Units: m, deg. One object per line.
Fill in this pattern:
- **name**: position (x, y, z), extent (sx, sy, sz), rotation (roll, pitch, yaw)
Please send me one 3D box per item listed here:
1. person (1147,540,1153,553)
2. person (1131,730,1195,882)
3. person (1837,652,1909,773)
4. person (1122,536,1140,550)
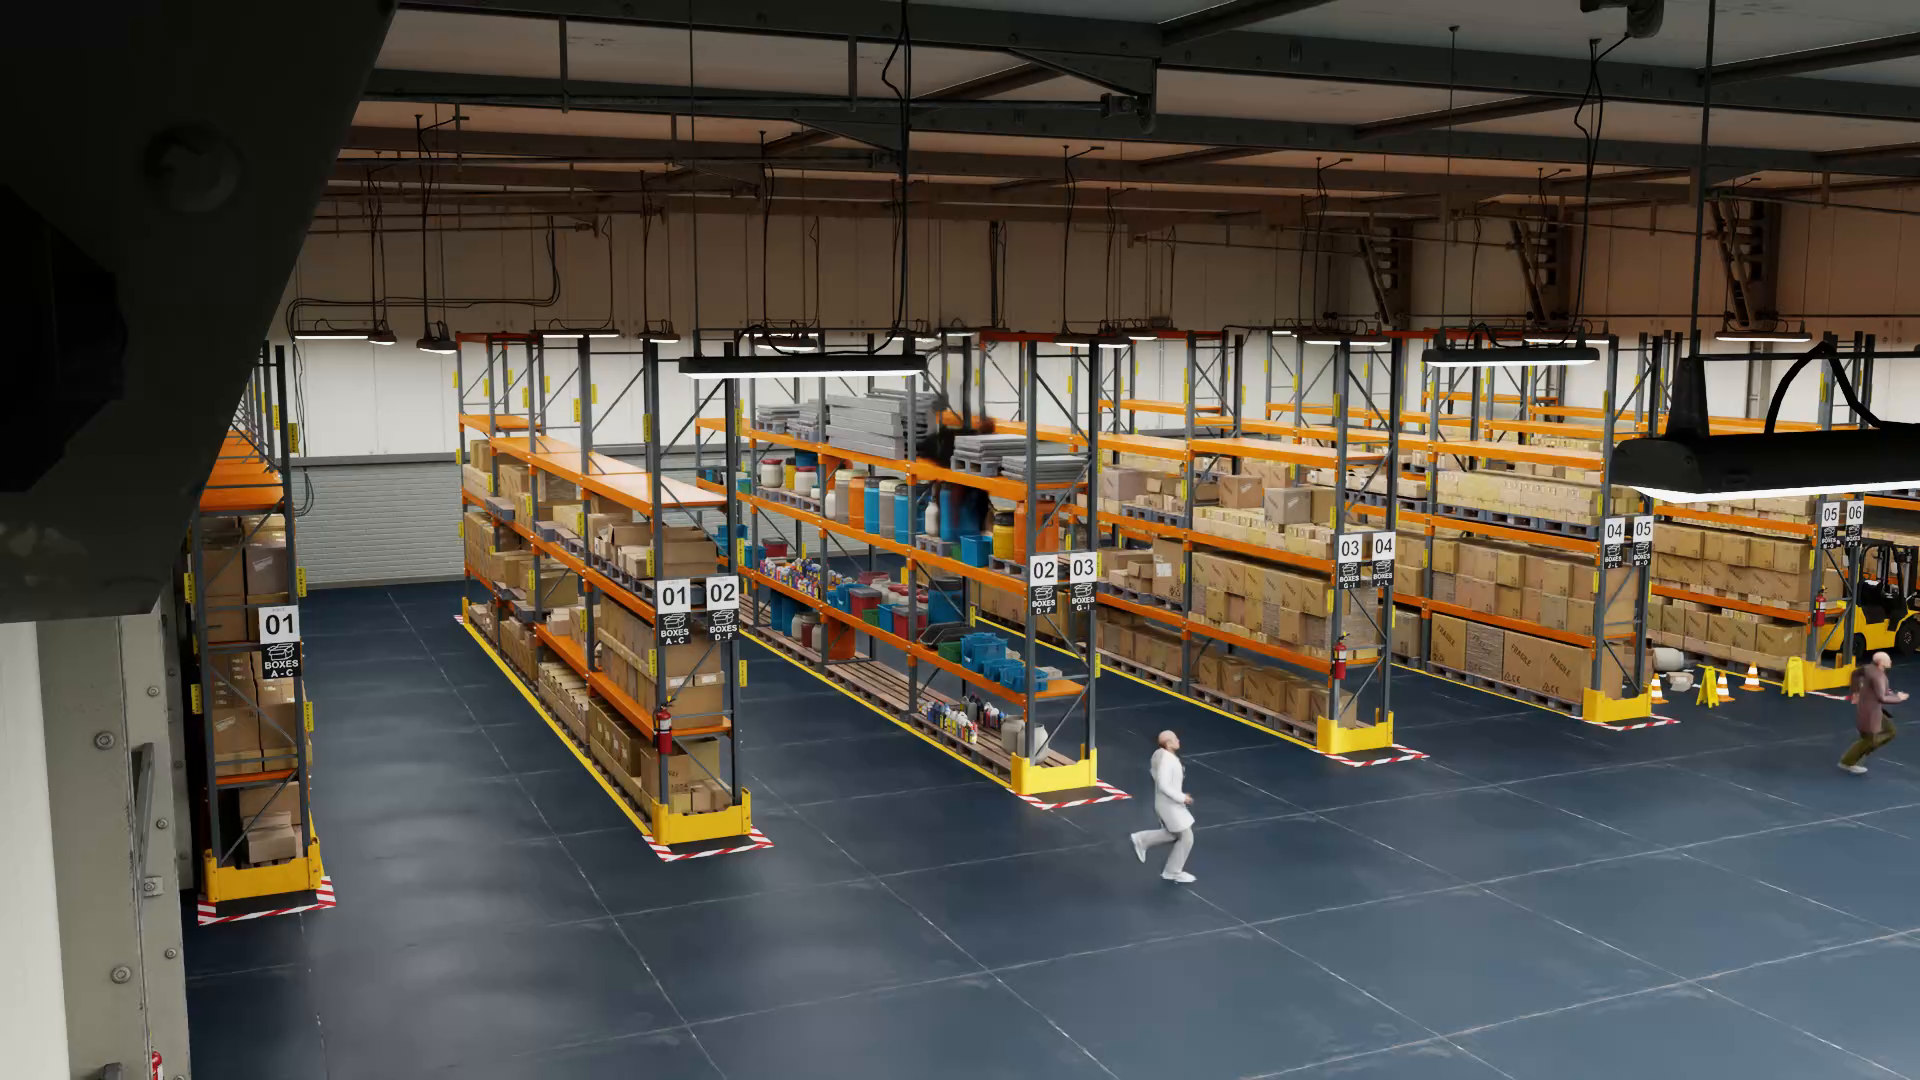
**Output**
- **person**: position (4.200, 0.740, 35.859), extent (0.511, 1.586, 0.997), rotation (-4, 9, -26)
- **person**: position (2.293, 2.983, 18.651), extent (0.710, 1.734, 0.741), rotation (0, 8, -3)
- **person**: position (12.611, 2.378, 22.944), extent (0.793, 1.727, 0.759), rotation (3, 8, 22)
- **person**: position (4.402, -0.172, 42.491), extent (0.578, 1.607, 0.582), rotation (-3, 8, -23)
